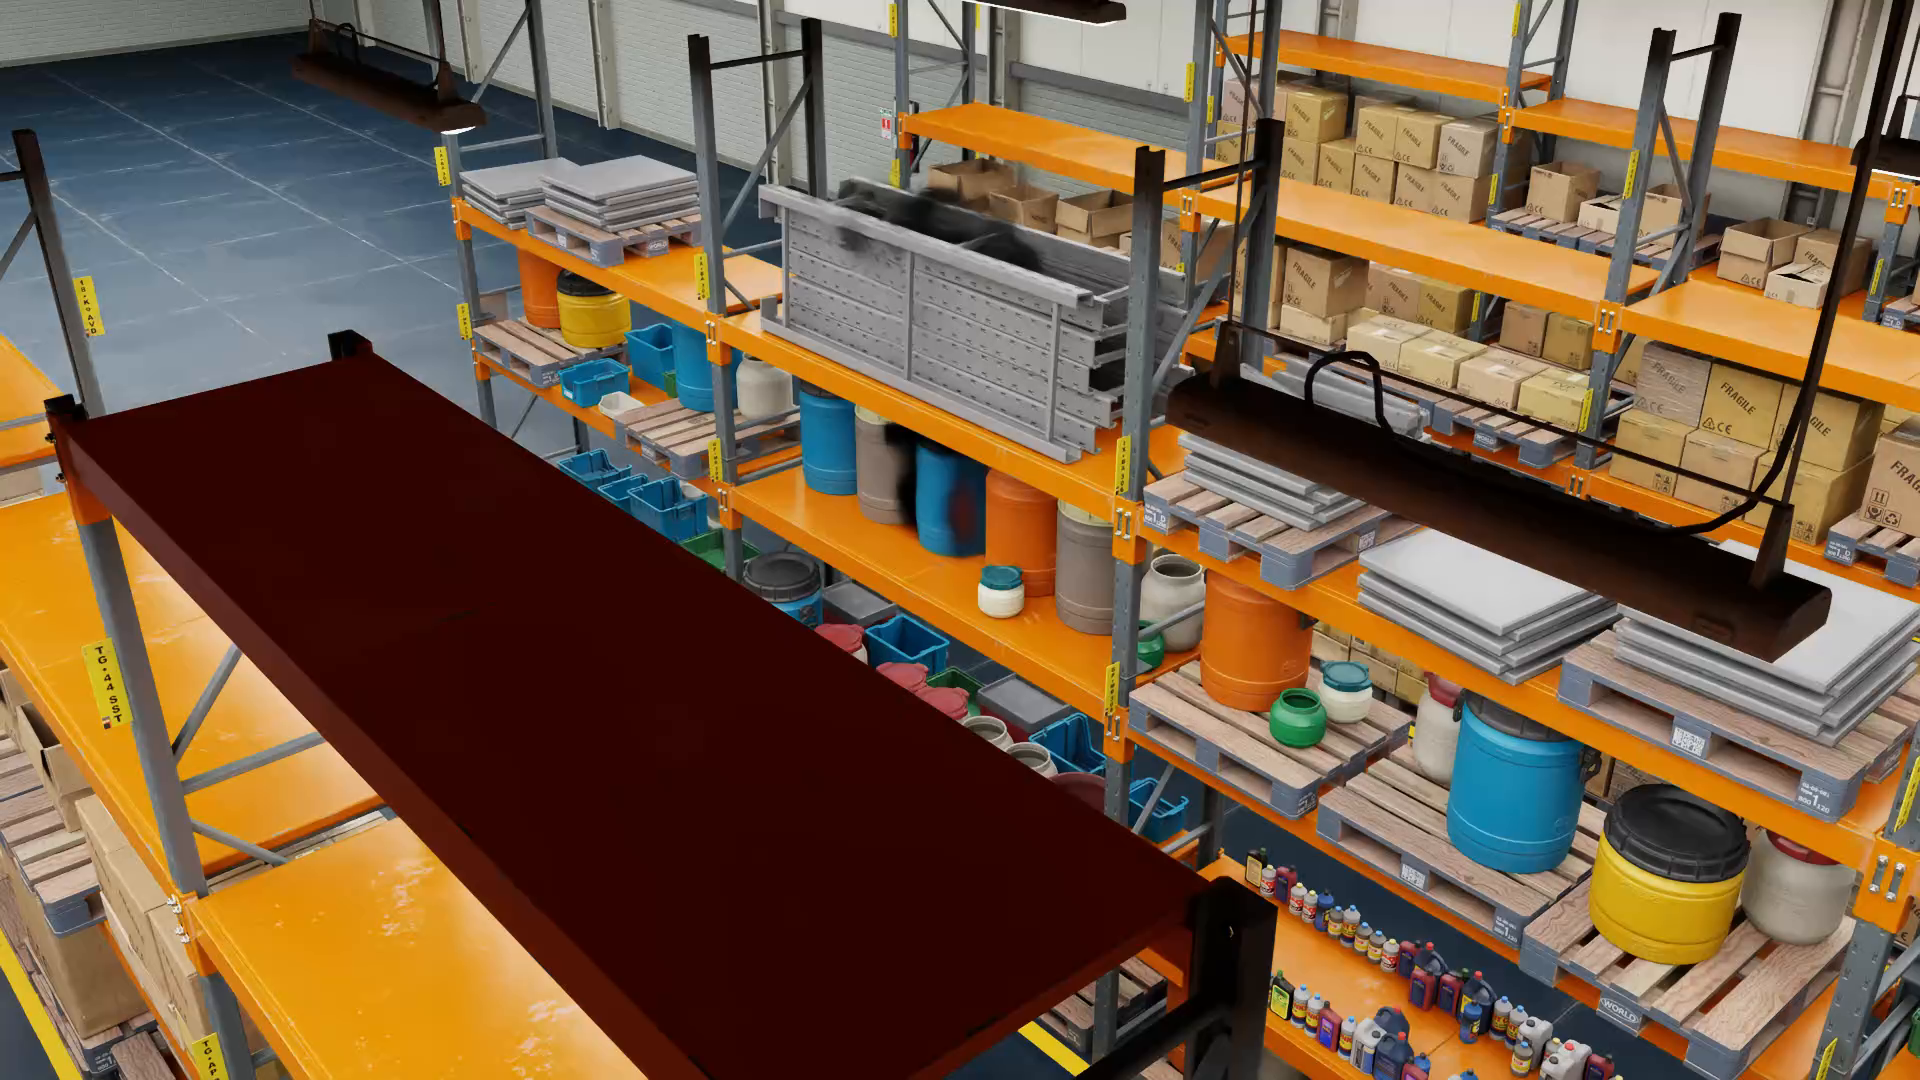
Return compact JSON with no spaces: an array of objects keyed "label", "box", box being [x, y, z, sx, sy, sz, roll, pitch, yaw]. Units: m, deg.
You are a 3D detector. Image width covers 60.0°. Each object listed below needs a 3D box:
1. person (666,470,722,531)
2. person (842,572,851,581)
[{"label":"person","box":[-2.671,-0.474,16.685,0.574,1.641,0.611,12,29,22]},{"label":"person","box":[-1.027,0.178,15.324,0.557,1.674,0.947,-24,35,-38]}]
